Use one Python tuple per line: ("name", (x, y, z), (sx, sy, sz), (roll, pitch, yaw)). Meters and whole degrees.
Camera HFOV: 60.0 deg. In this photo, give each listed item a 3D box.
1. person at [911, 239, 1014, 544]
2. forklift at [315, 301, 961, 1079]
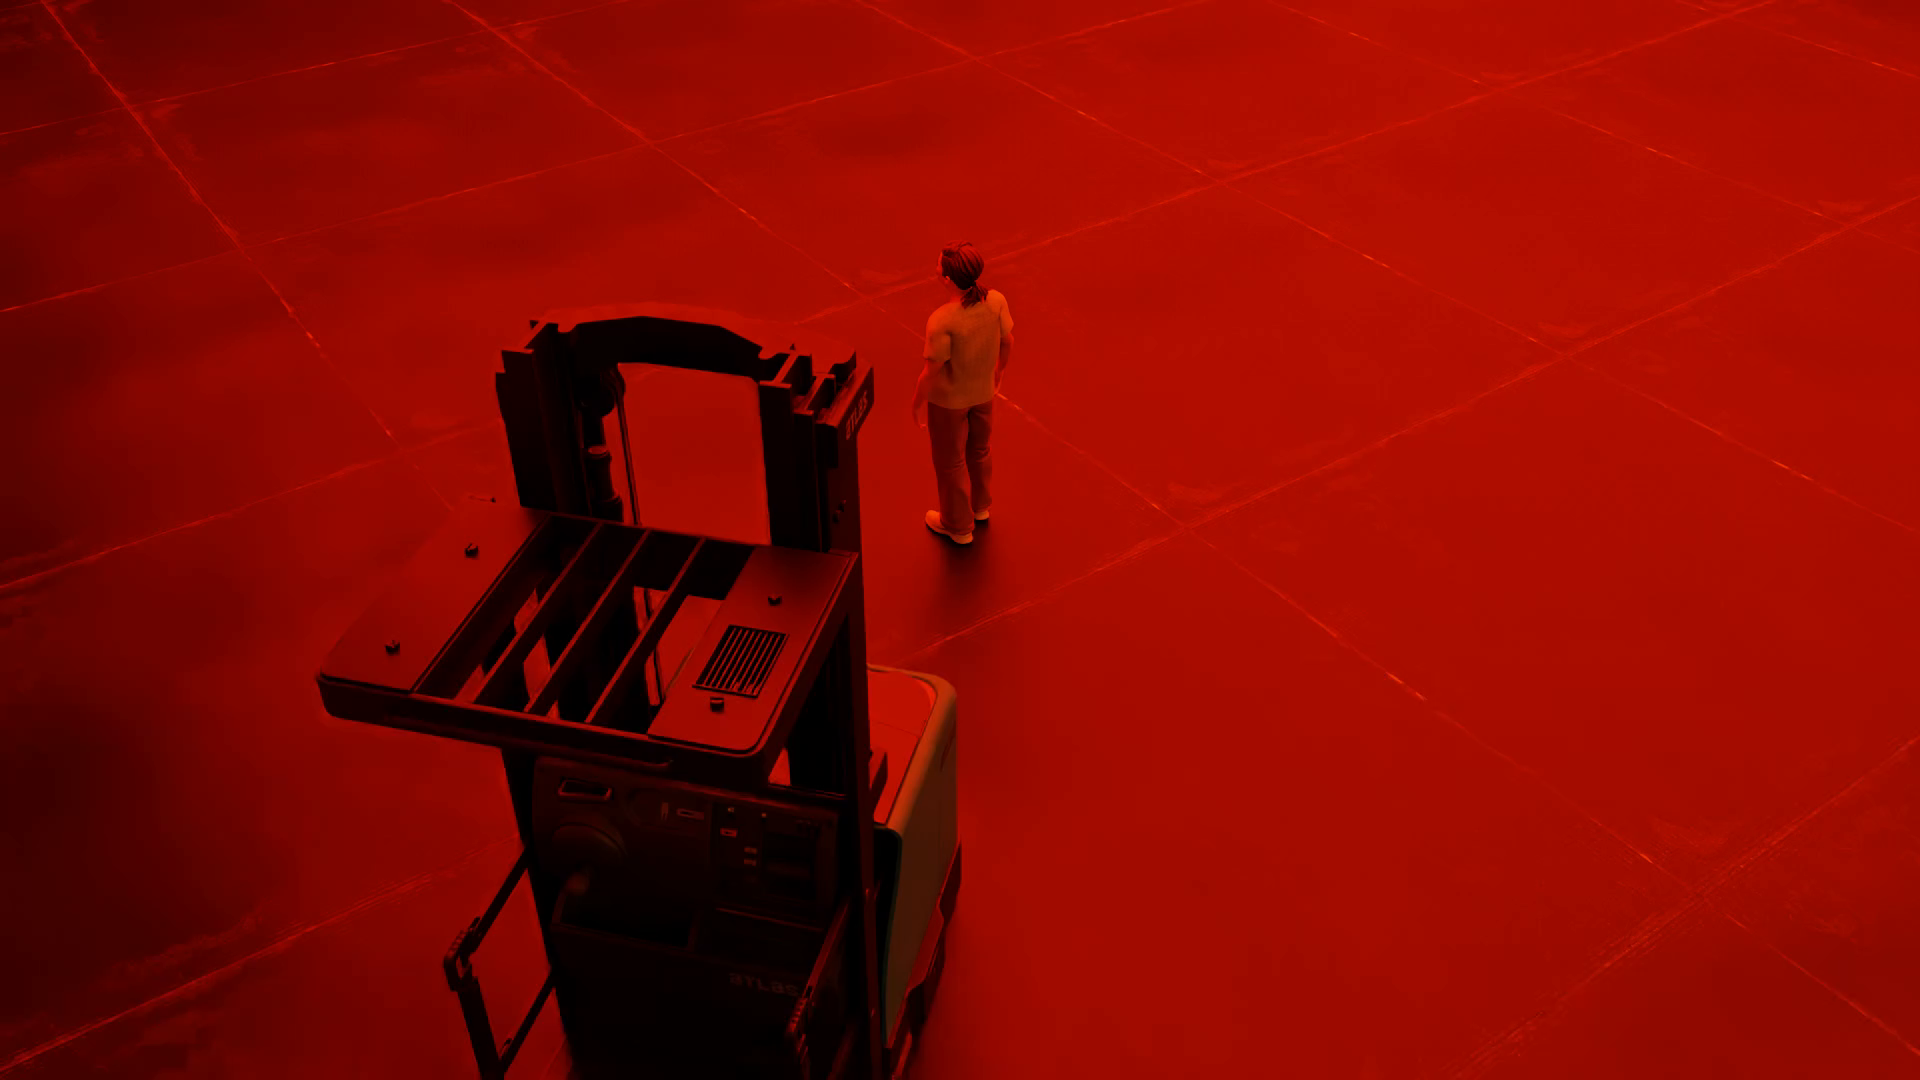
("person", (-0.033, -0.720, 7.961), (0.552, 1.674, 0.548), (-23, 42, -28))
("forklift", (-0.852, 0.955, 4.653), (1.130, 2.935, 3.031), (9, 37, 11))
